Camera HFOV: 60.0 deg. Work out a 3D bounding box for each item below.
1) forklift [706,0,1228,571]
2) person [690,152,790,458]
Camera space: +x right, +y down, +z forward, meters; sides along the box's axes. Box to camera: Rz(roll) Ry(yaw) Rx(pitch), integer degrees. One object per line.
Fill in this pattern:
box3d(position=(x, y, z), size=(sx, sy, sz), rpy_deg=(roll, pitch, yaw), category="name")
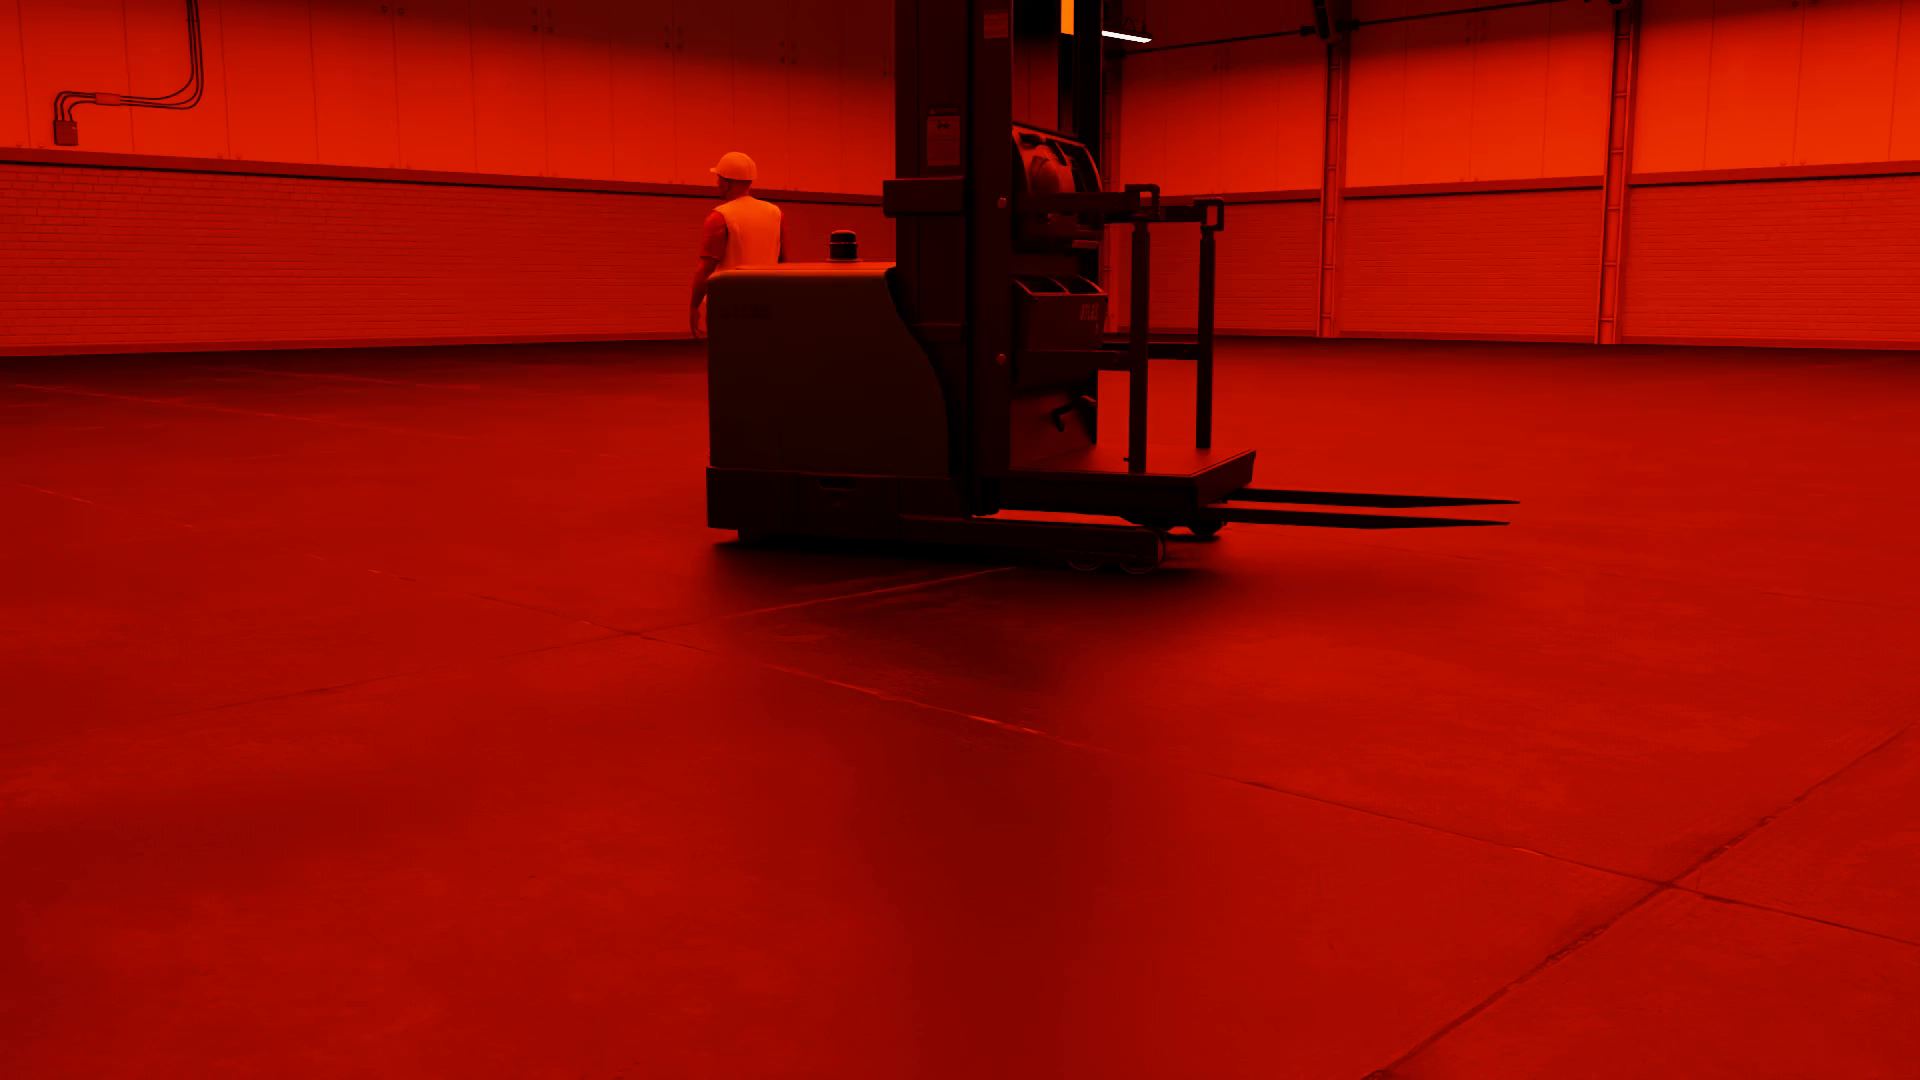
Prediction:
box3d(position=(0.058, -1.402, 6.483), size=(1.939, 2.843, 1.129), rpy_deg=(3, 9, 22), category="forklift")
box3d(position=(-1.329, -1.344, 9.665), size=(0.575, 1.768, 0.665), rpy_deg=(8, 12, 44), category="person")
